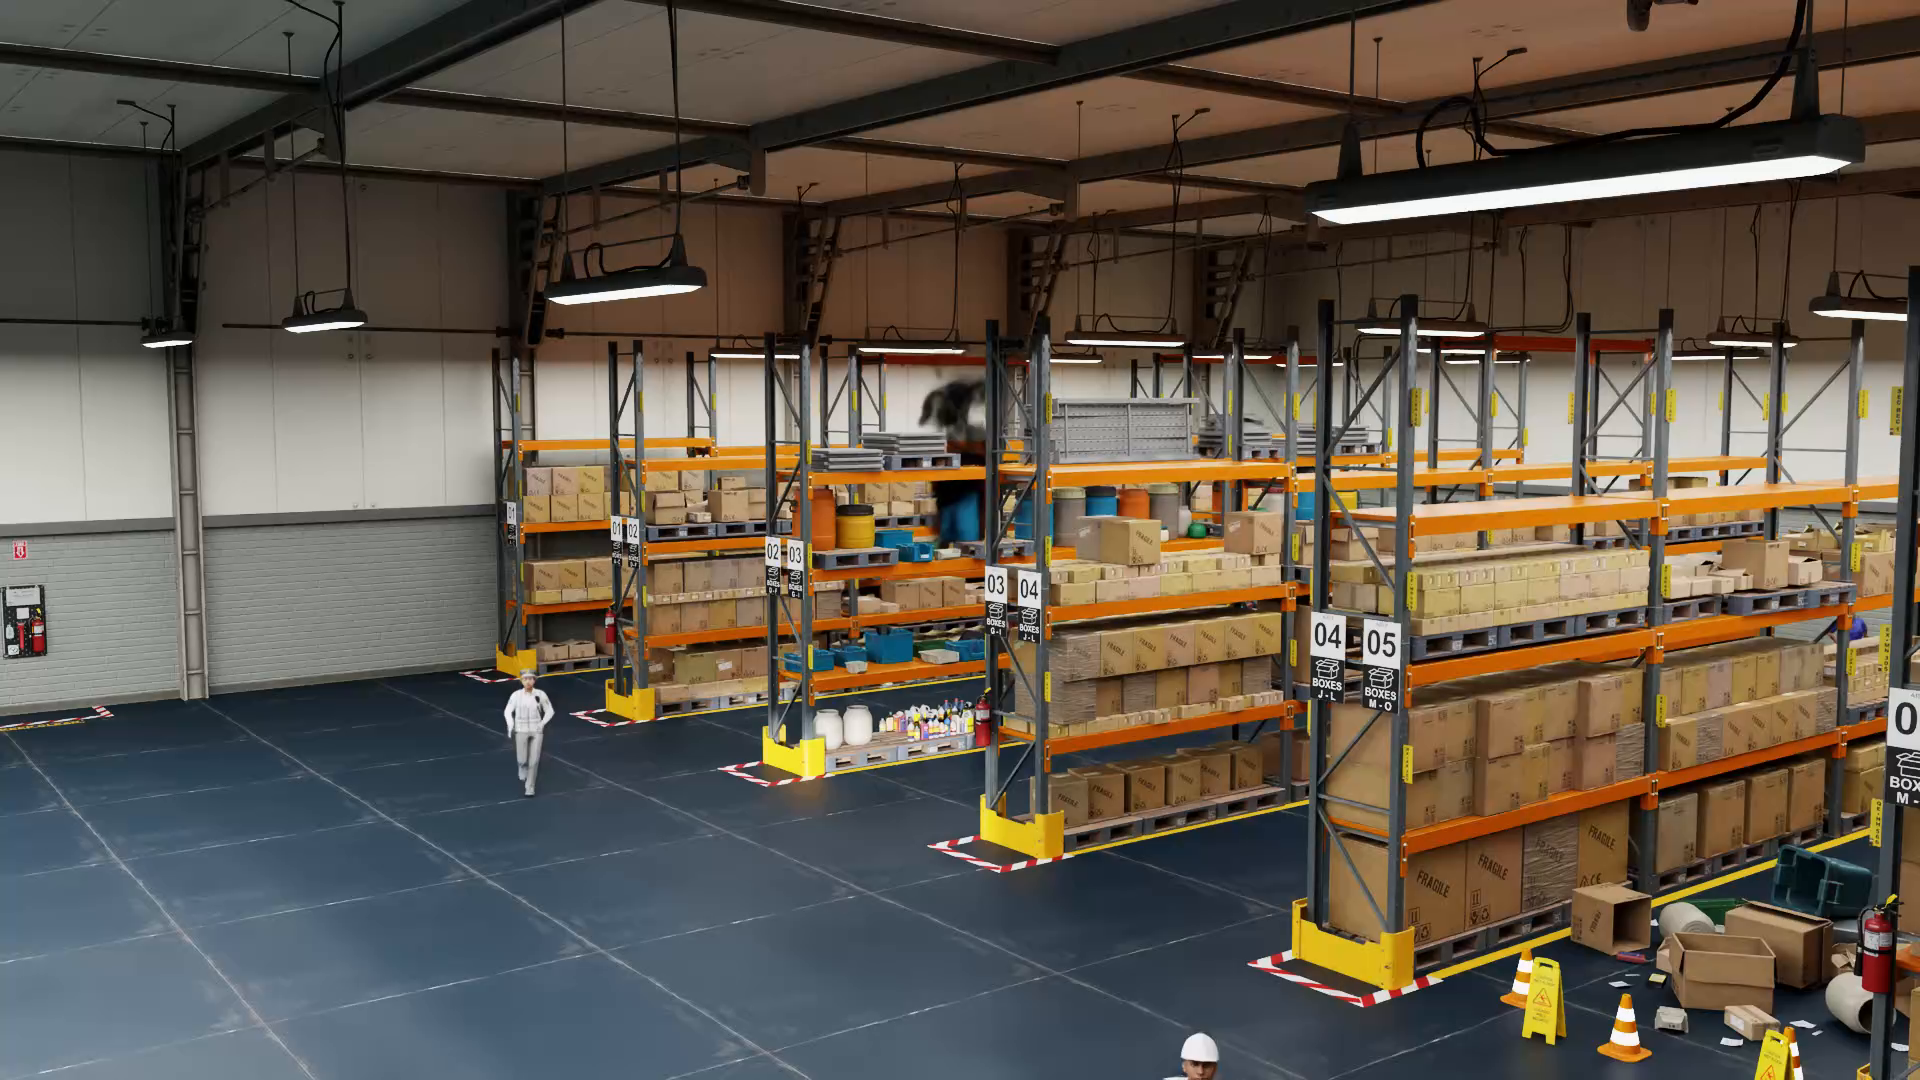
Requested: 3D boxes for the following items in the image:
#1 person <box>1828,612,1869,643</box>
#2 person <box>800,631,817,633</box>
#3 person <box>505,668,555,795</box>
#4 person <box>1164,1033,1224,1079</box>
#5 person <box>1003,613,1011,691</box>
[{"bbox_3d":[14.976,1.904,27.958,0.614,1.671,0.780,-1,5,-8],"label":"person"},{"bbox_3d":[-2.780,1.648,31.047,1.042,1.573,0.690,-4,7,-42],"label":"person"},{"bbox_3d":[-5.554,2.465,21.470,0.629,1.644,0.543,-1,5,-13],"label":"person"},{"bbox_3d":[1.285,3.511,9.039,0.708,1.732,0.633,1,5,11],"label":"person"},{"bbox_3d":[0.608,1.713,27.227,0.515,1.565,0.629,5,7,45],"label":"person"}]
